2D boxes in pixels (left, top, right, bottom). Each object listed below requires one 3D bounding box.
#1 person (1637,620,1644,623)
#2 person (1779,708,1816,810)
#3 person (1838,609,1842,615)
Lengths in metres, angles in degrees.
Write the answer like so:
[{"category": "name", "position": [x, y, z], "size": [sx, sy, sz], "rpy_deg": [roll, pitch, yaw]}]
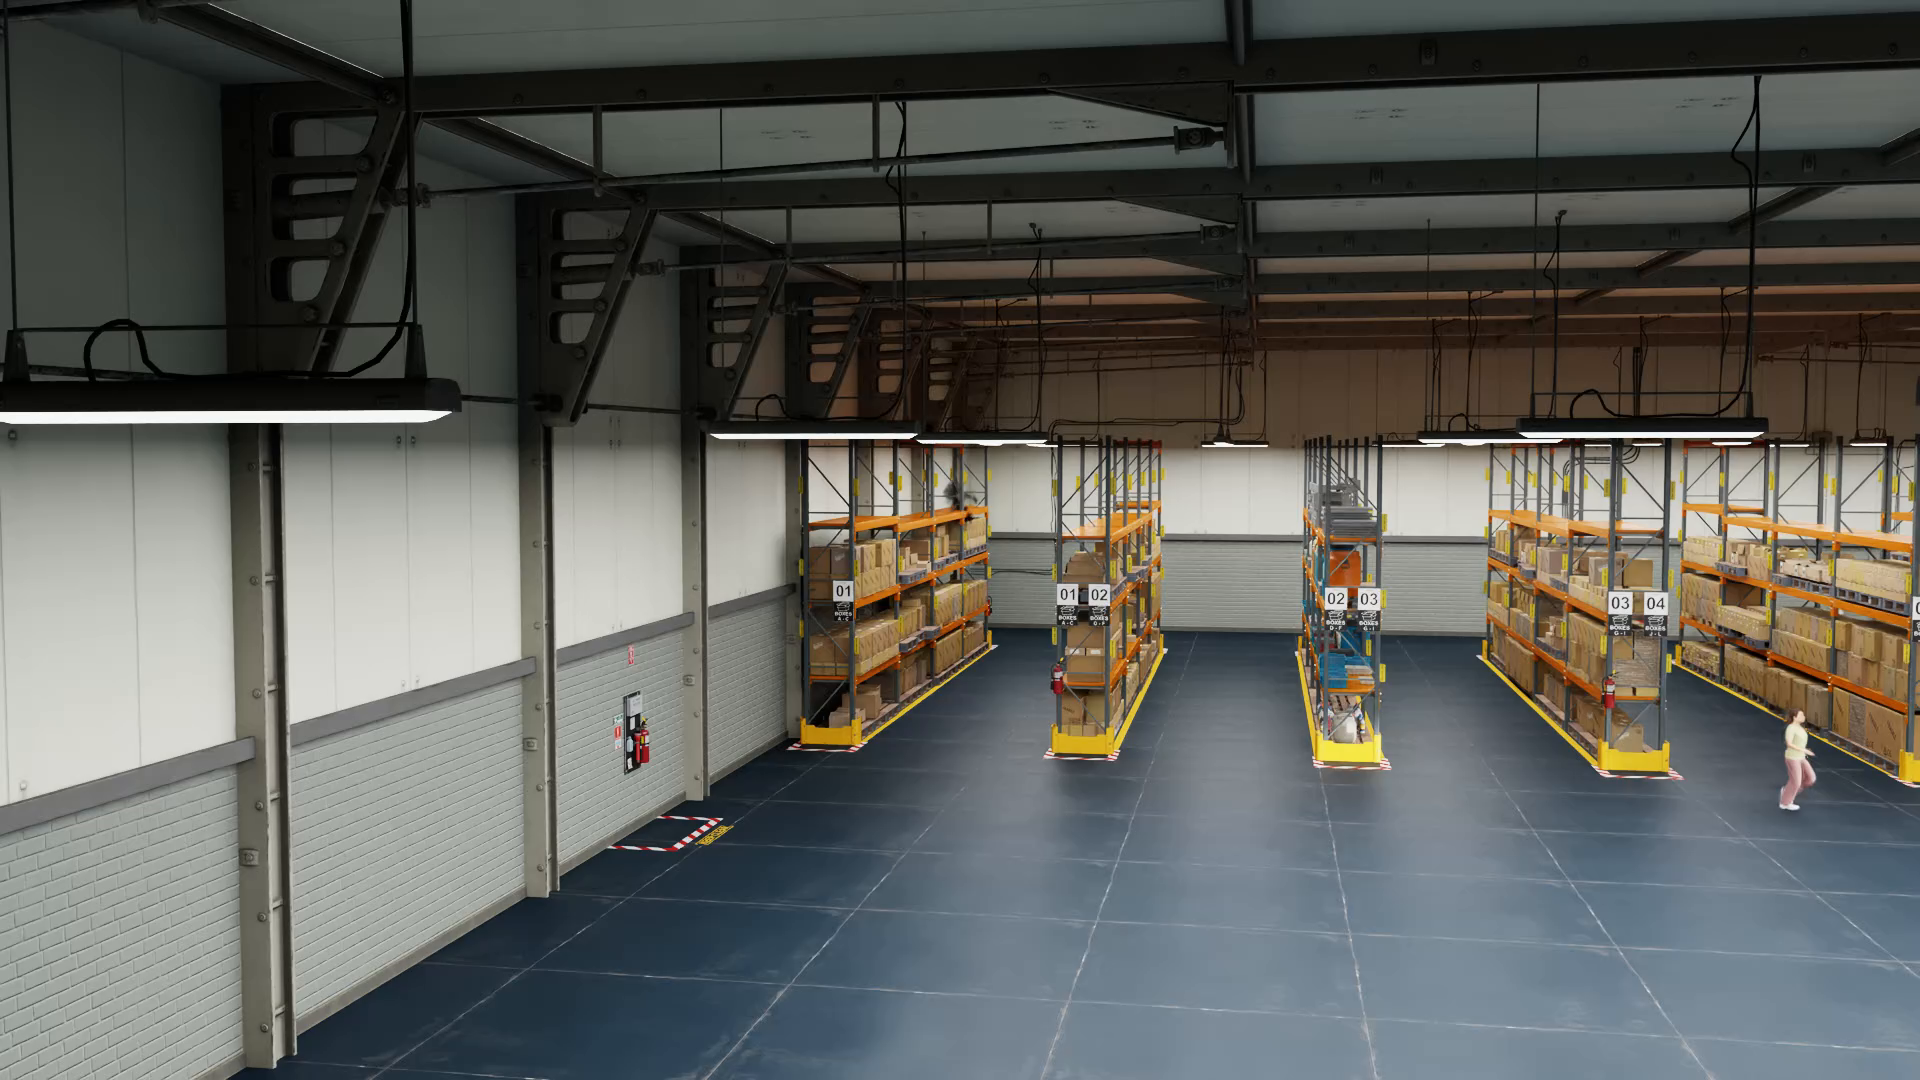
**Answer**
[{"category": "person", "position": [18.353, 2.452, 45.004], "size": [0.613, 1.655, 0.678], "rpy_deg": [-2, 4, -35]}, {"category": "person", "position": [13.288, 3.468, 26.350], "size": [0.617, 1.624, 0.550], "rpy_deg": [-3, 4, -42]}, {"category": "person", "position": [23.740, 2.403, 45.202], "size": [0.511, 1.733, 0.718], "rpy_deg": [1, 3, 19]}]
